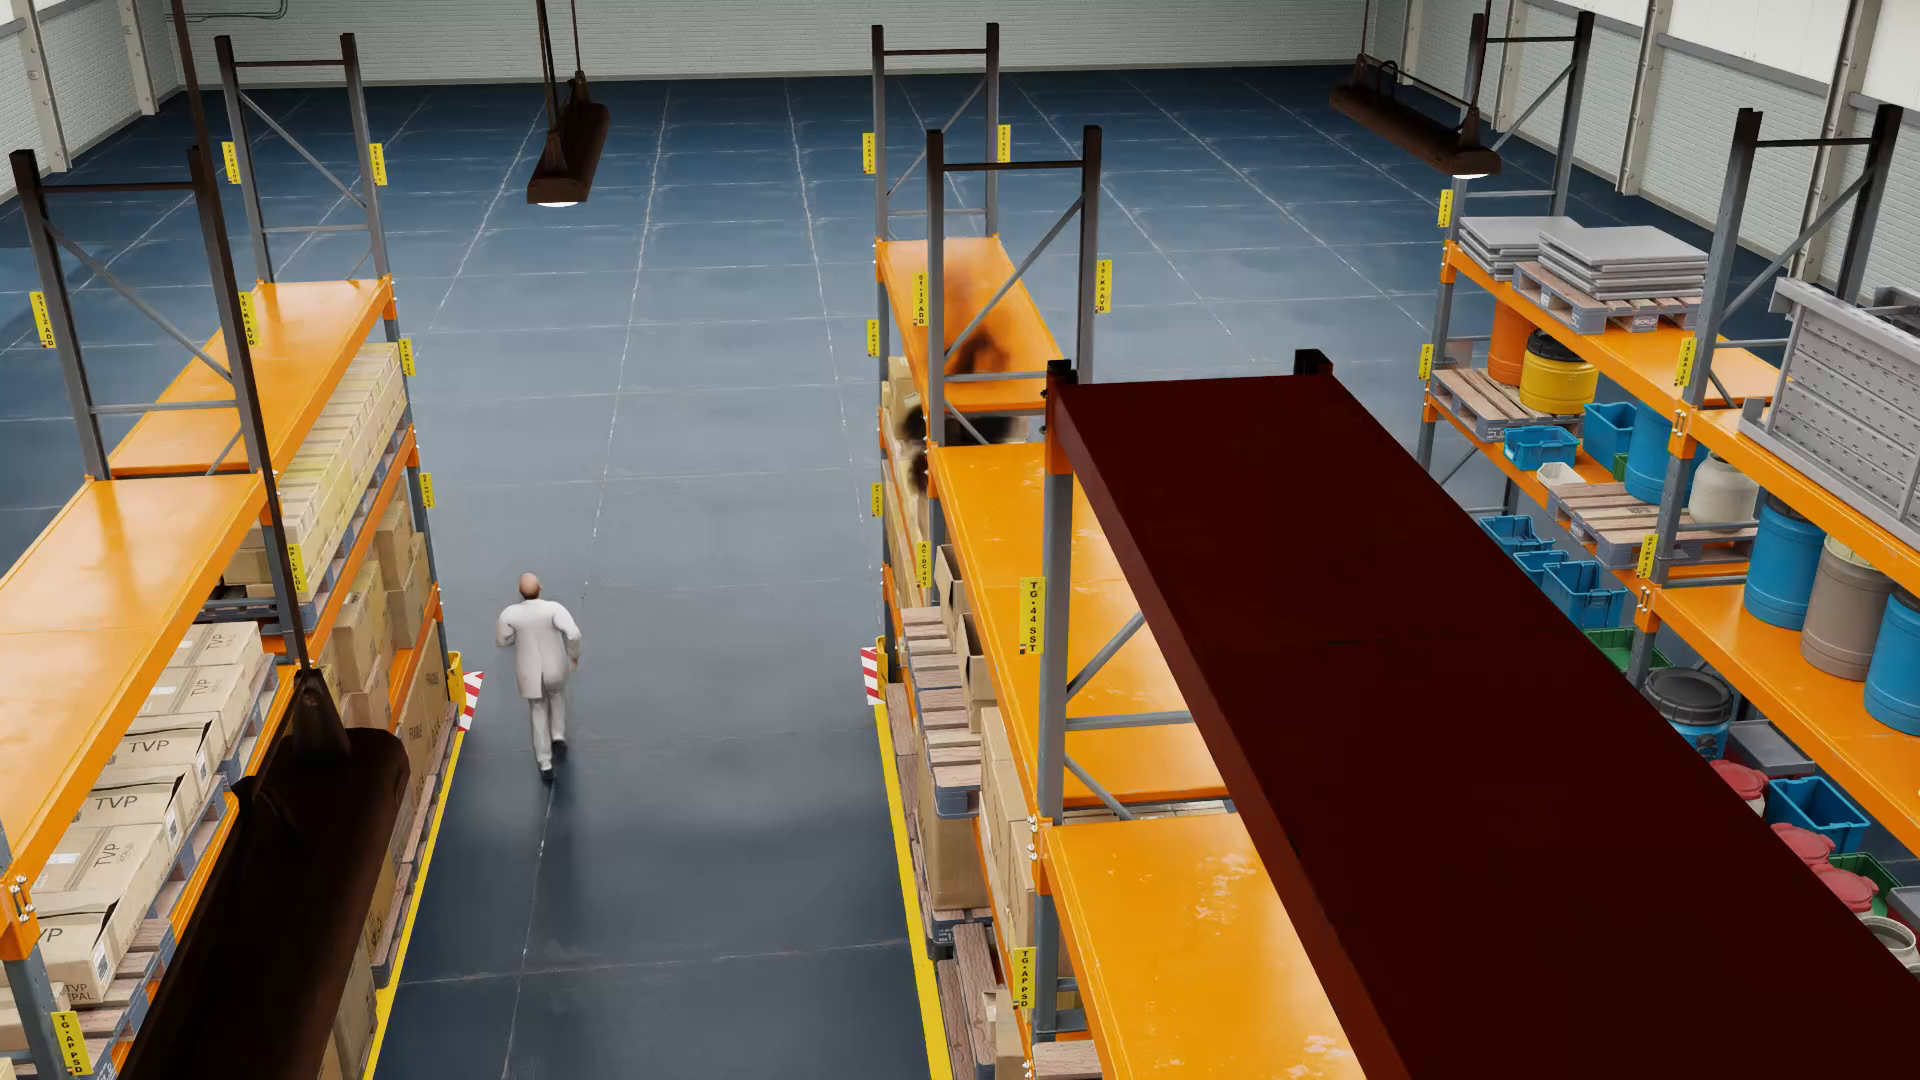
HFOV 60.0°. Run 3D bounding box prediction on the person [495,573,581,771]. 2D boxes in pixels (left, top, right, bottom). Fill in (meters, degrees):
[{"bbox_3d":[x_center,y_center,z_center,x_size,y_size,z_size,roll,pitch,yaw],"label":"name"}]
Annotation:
[{"bbox_3d":[-3.554,1.125,14.150,0.704,1.839,0.836,-7,26,-14],"label":"person"}]
